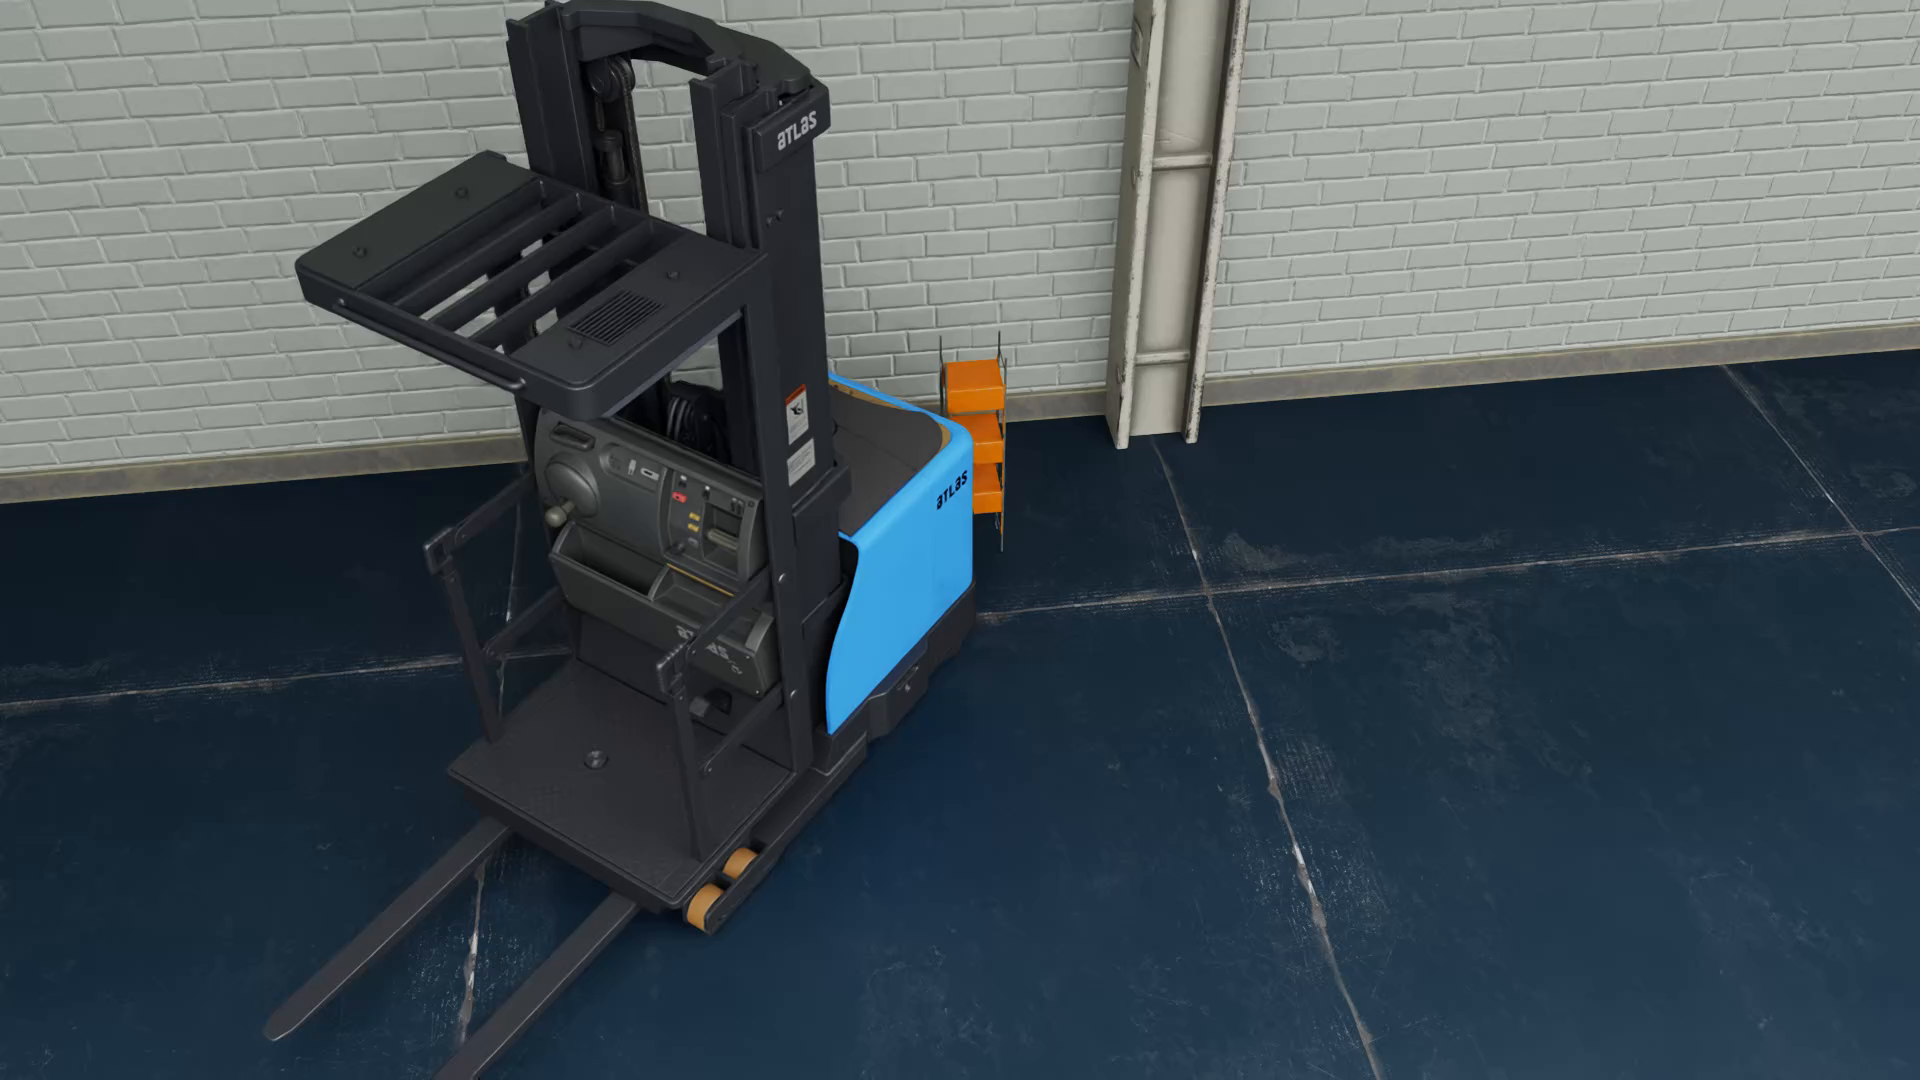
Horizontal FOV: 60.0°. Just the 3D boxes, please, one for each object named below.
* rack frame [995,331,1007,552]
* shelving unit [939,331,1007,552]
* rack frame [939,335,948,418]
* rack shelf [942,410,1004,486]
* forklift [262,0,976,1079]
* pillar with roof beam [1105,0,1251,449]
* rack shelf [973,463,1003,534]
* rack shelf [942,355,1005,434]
[{"bbox_3d":[0.174,-0.405,7.130,0.008,1.050,0.200,-5,42,-6],"label":"rack frame"},{"bbox_3d":[0.053,-0.394,7.119,0.252,1.050,0.215,-5,42,-6],"label":"shelving unit"},{"bbox_3d":[-0.068,-0.384,7.107,0.008,1.050,0.200,-5,42,-6],"label":"rack frame"},{"bbox_3d":[0.053,-0.387,7.126,0.240,0.259,0.215,-5,42,-6],"label":"rack shelf"},{"bbox_3d":[-1.155,-0.062,5.345,1.130,2.935,3.031,23,47,24],"label":"forklift"},{"bbox_3d":[1.482,-1.037,1.896,0.400,9.000,9.100,-5,42,-6],"label":"pillar with roof beam"},{"bbox_3d":[0.053,-0.180,7.312,0.240,0.259,0.215,-5,42,-6],"label":"rack shelf"},{"bbox_3d":[0.053,-0.597,6.936,0.240,0.259,0.215,-5,42,-6],"label":"rack shelf"}]
